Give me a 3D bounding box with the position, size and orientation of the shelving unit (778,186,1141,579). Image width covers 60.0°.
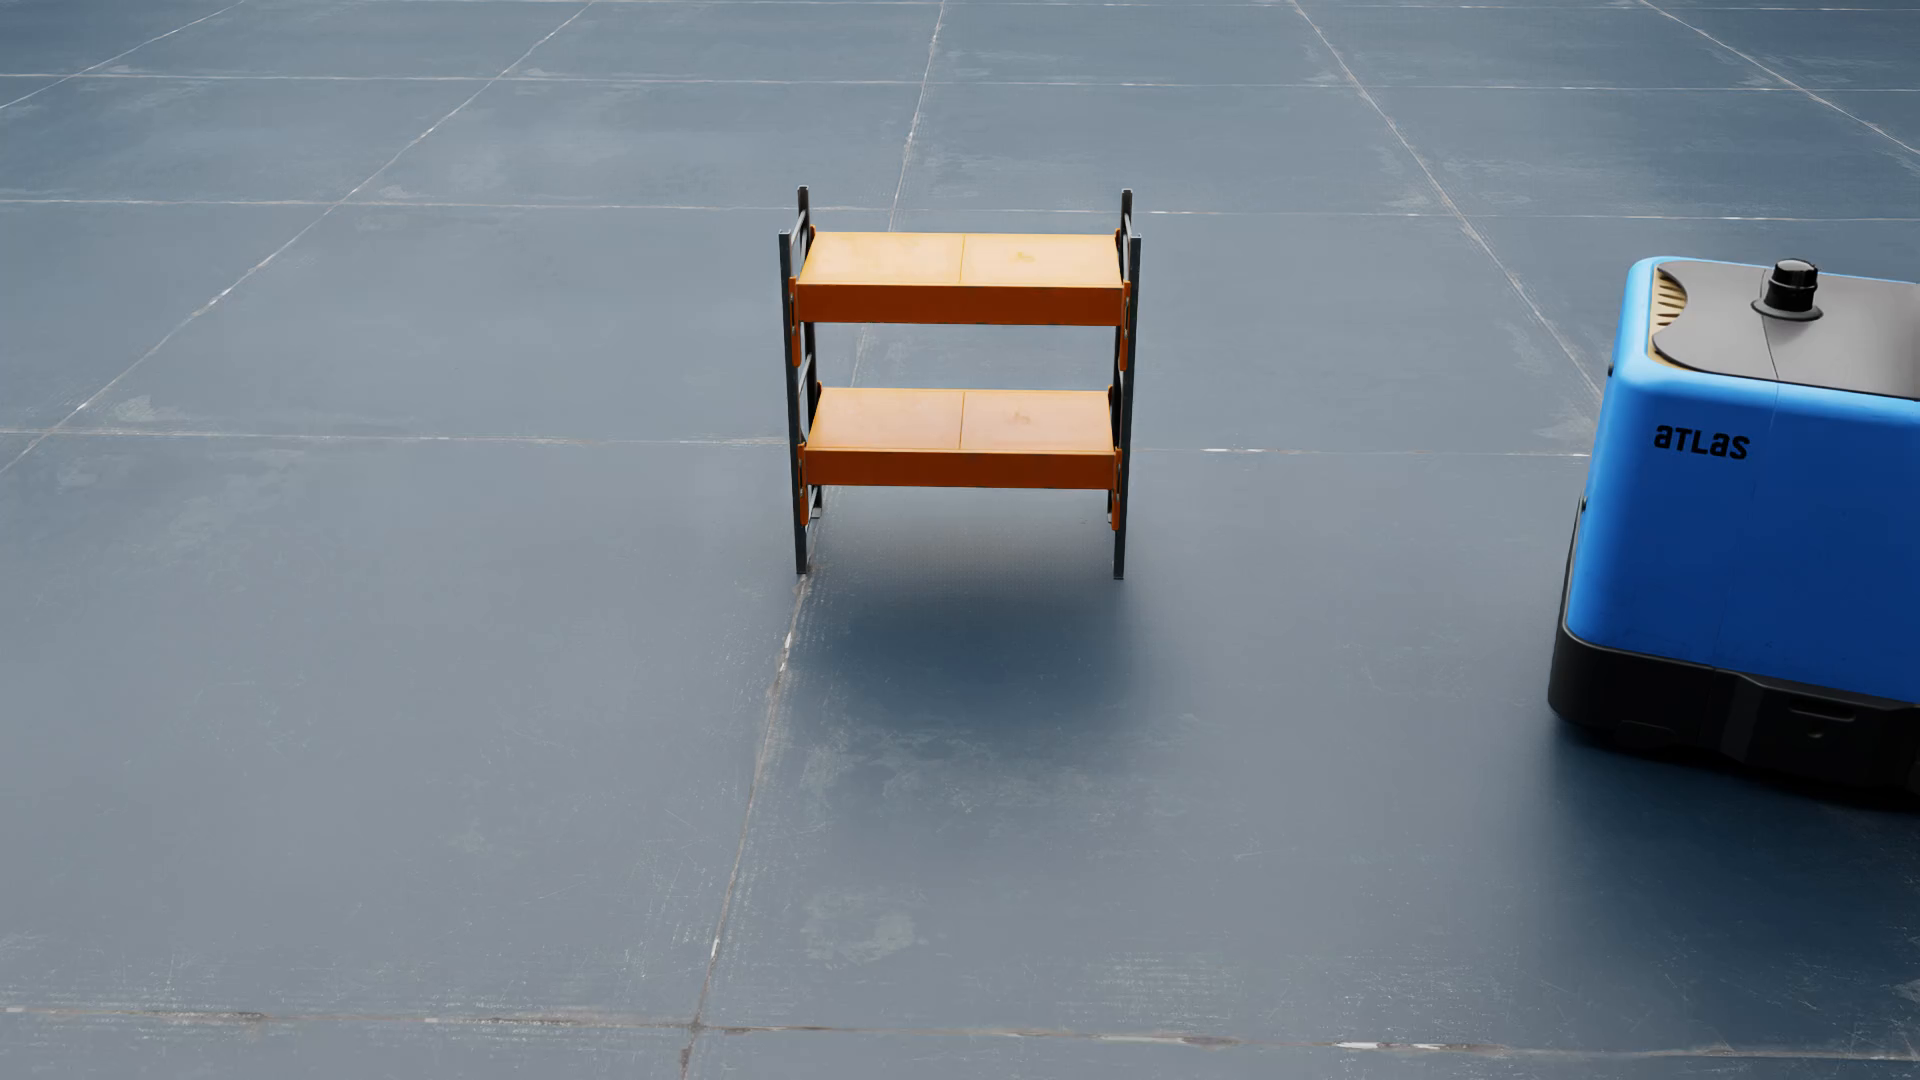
[{"bbox_3d":[0.007,-0.497,5.278,1.048,1.125,0.538,1,28,2],"label":"shelving unit"}]

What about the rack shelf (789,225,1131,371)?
[{"bbox_3d":[0.007,-0.755,5.141,1.000,0.278,0.538,1,28,2],"label":"rack shelf"}]

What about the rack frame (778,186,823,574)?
[{"bbox_3d":[-0.501,-0.505,5.294,0.032,1.125,0.500,1,28,2],"label":"rack frame"}]

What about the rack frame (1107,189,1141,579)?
[{"bbox_3d":[0.515,-0.488,5.262,0.032,1.125,0.500,1,28,2],"label":"rack frame"}]

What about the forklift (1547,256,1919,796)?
[{"bbox_3d":[3.178,-0.722,3.774,3.031,2.935,1.130,10,30,19],"label":"forklift"}]

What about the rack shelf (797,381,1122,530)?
[{"bbox_3d":[0.007,-0.281,5.393,1.000,0.278,0.538,1,28,2],"label":"rack shelf"}]
